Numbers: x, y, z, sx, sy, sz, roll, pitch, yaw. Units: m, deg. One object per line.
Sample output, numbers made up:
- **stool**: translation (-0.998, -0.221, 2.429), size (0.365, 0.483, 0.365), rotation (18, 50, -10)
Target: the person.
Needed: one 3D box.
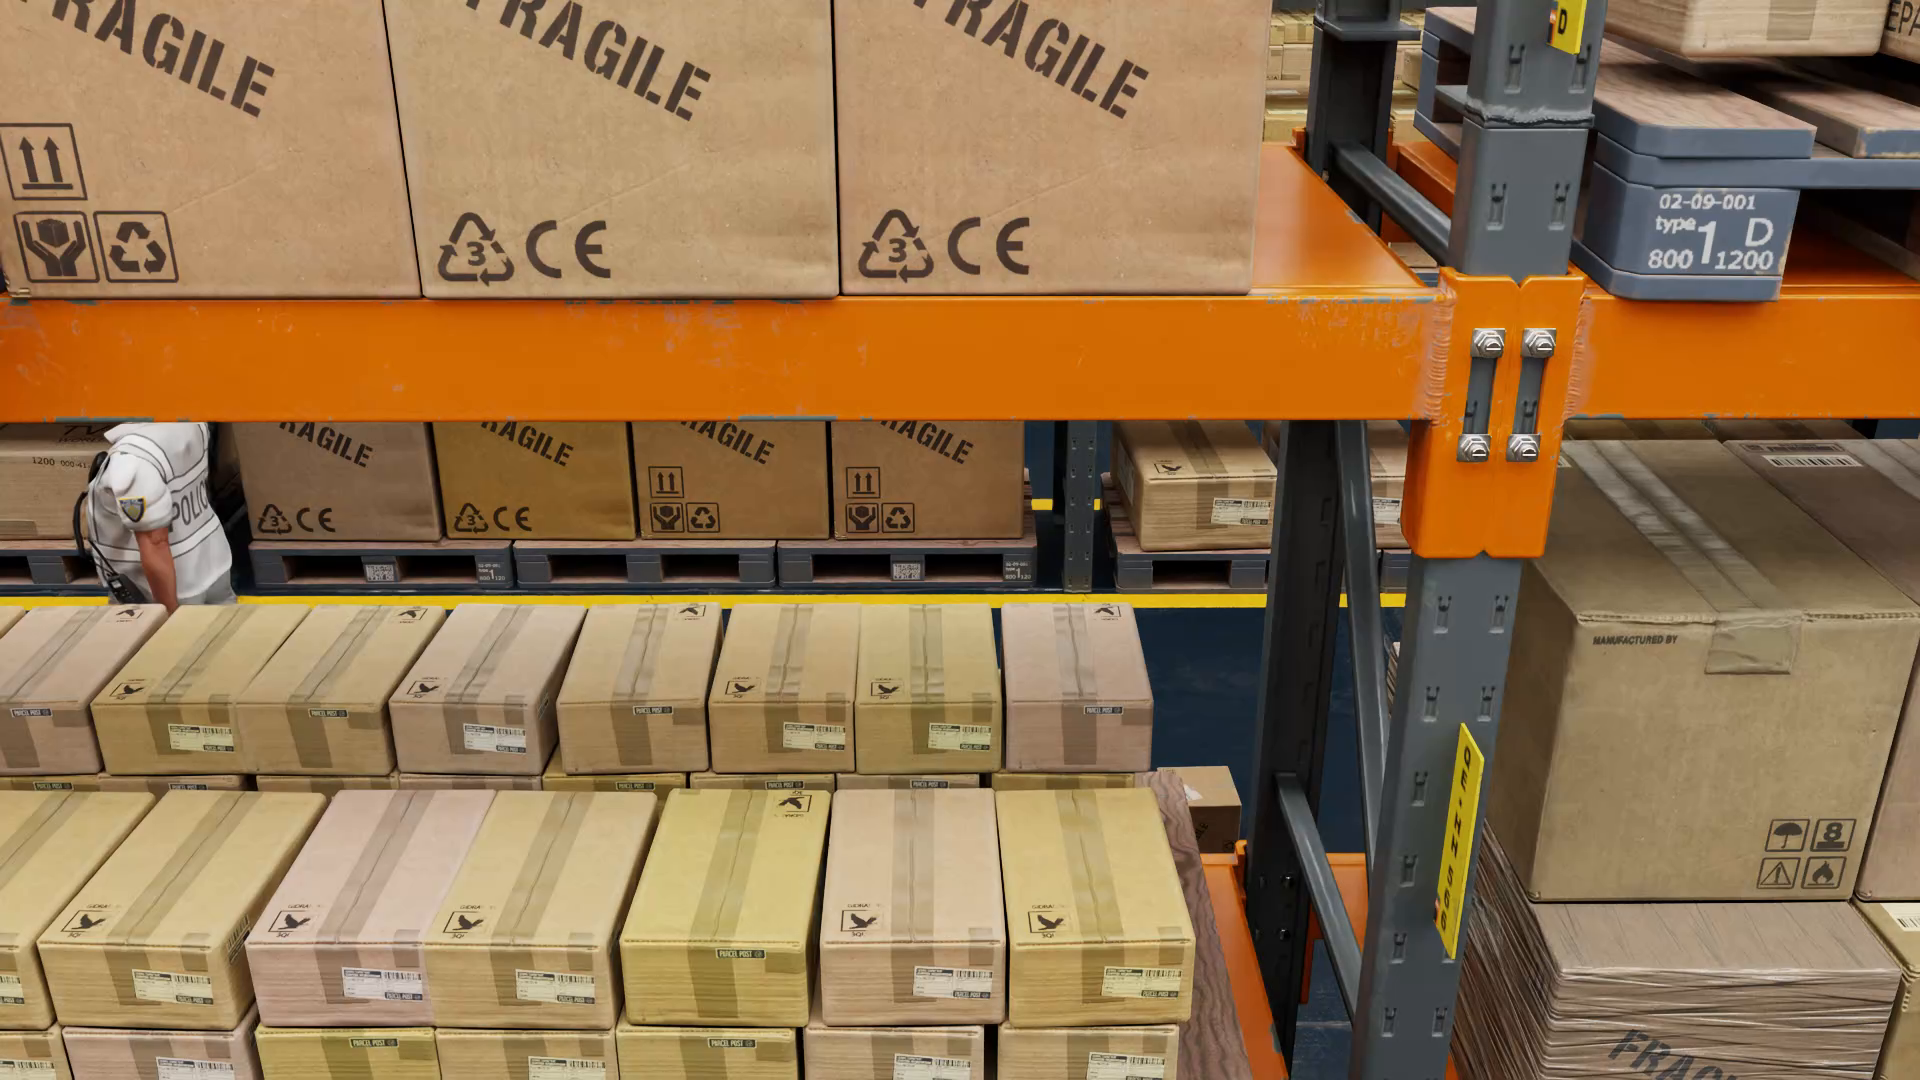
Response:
- **person**: translation (-2.781, 0.110, 5.808), size (0.997, 1.729, 0.557), rotation (2, 24, 5)
